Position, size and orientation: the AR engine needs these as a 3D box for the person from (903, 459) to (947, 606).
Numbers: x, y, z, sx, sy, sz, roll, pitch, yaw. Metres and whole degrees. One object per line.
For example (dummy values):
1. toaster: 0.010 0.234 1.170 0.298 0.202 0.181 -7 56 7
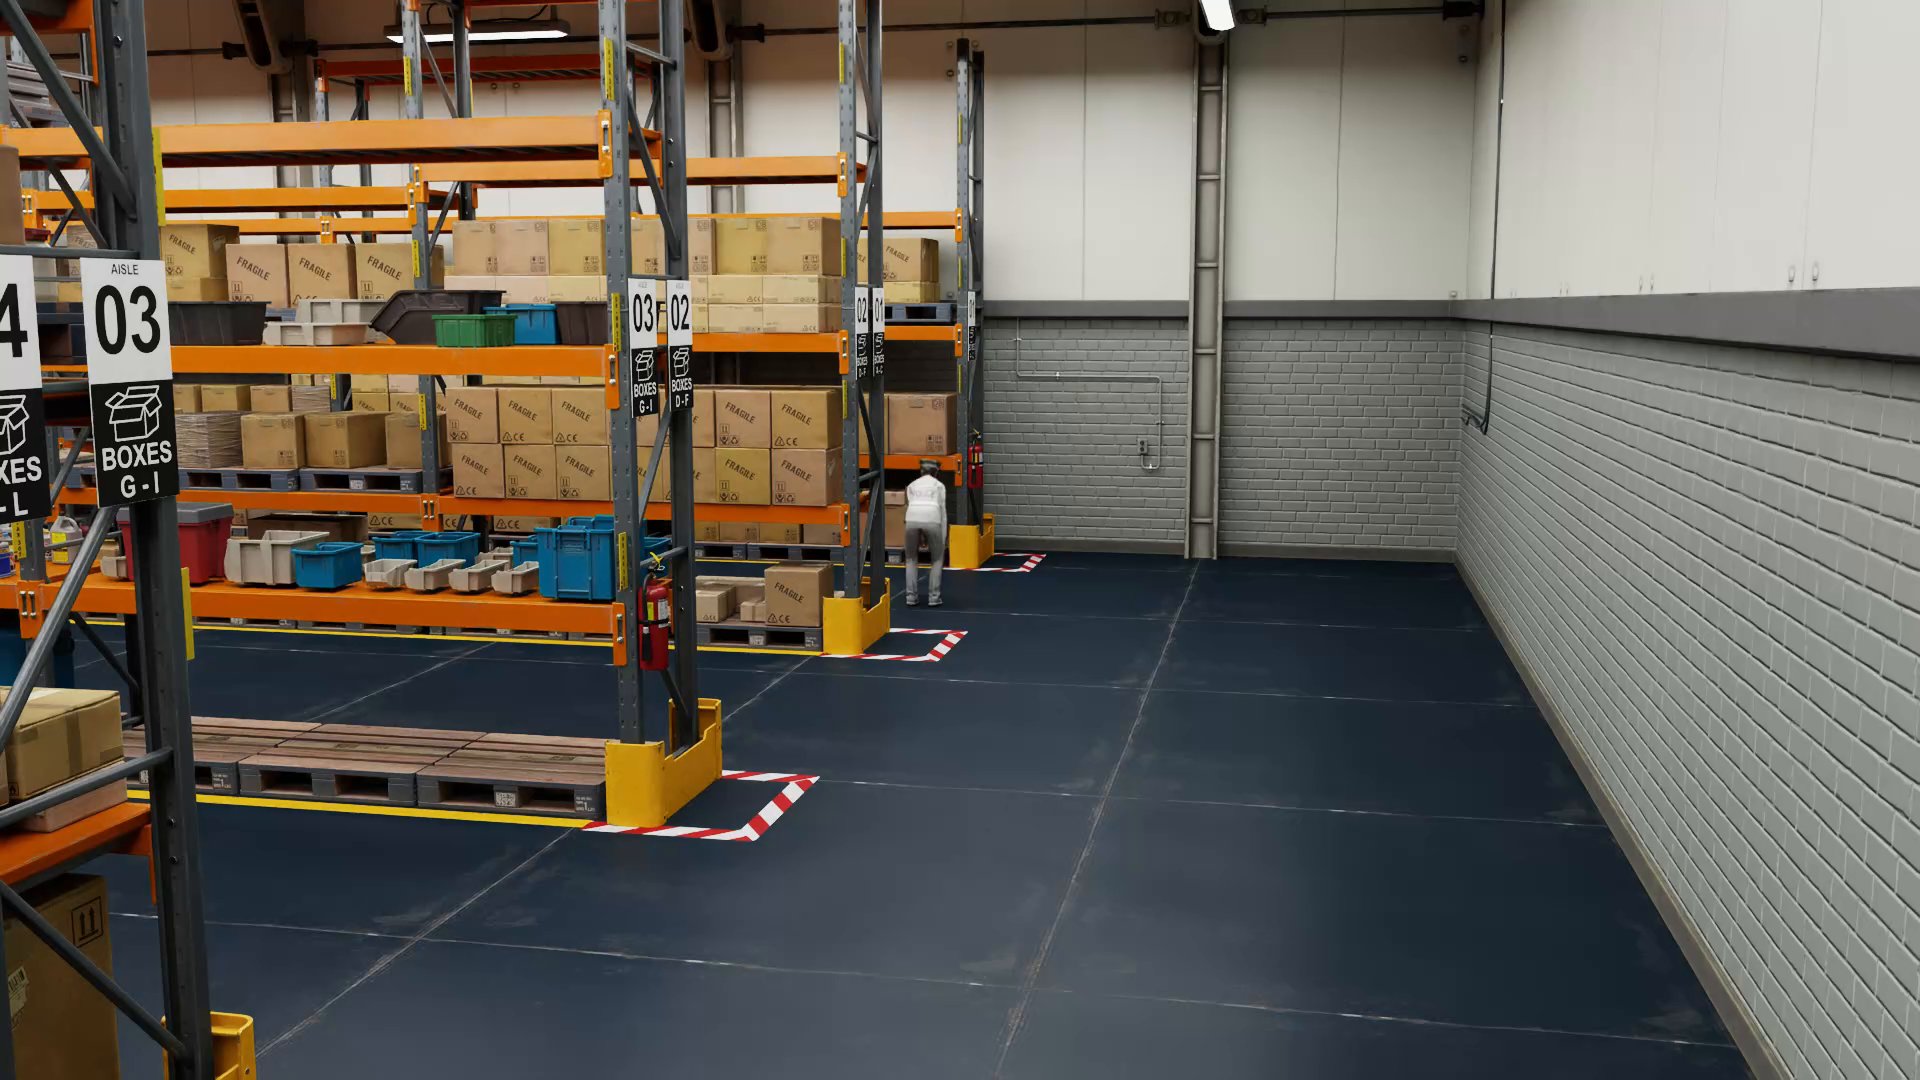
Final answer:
1. person: -0.351 -0.086 17.124 0.415 1.474 0.756 1 8 10
